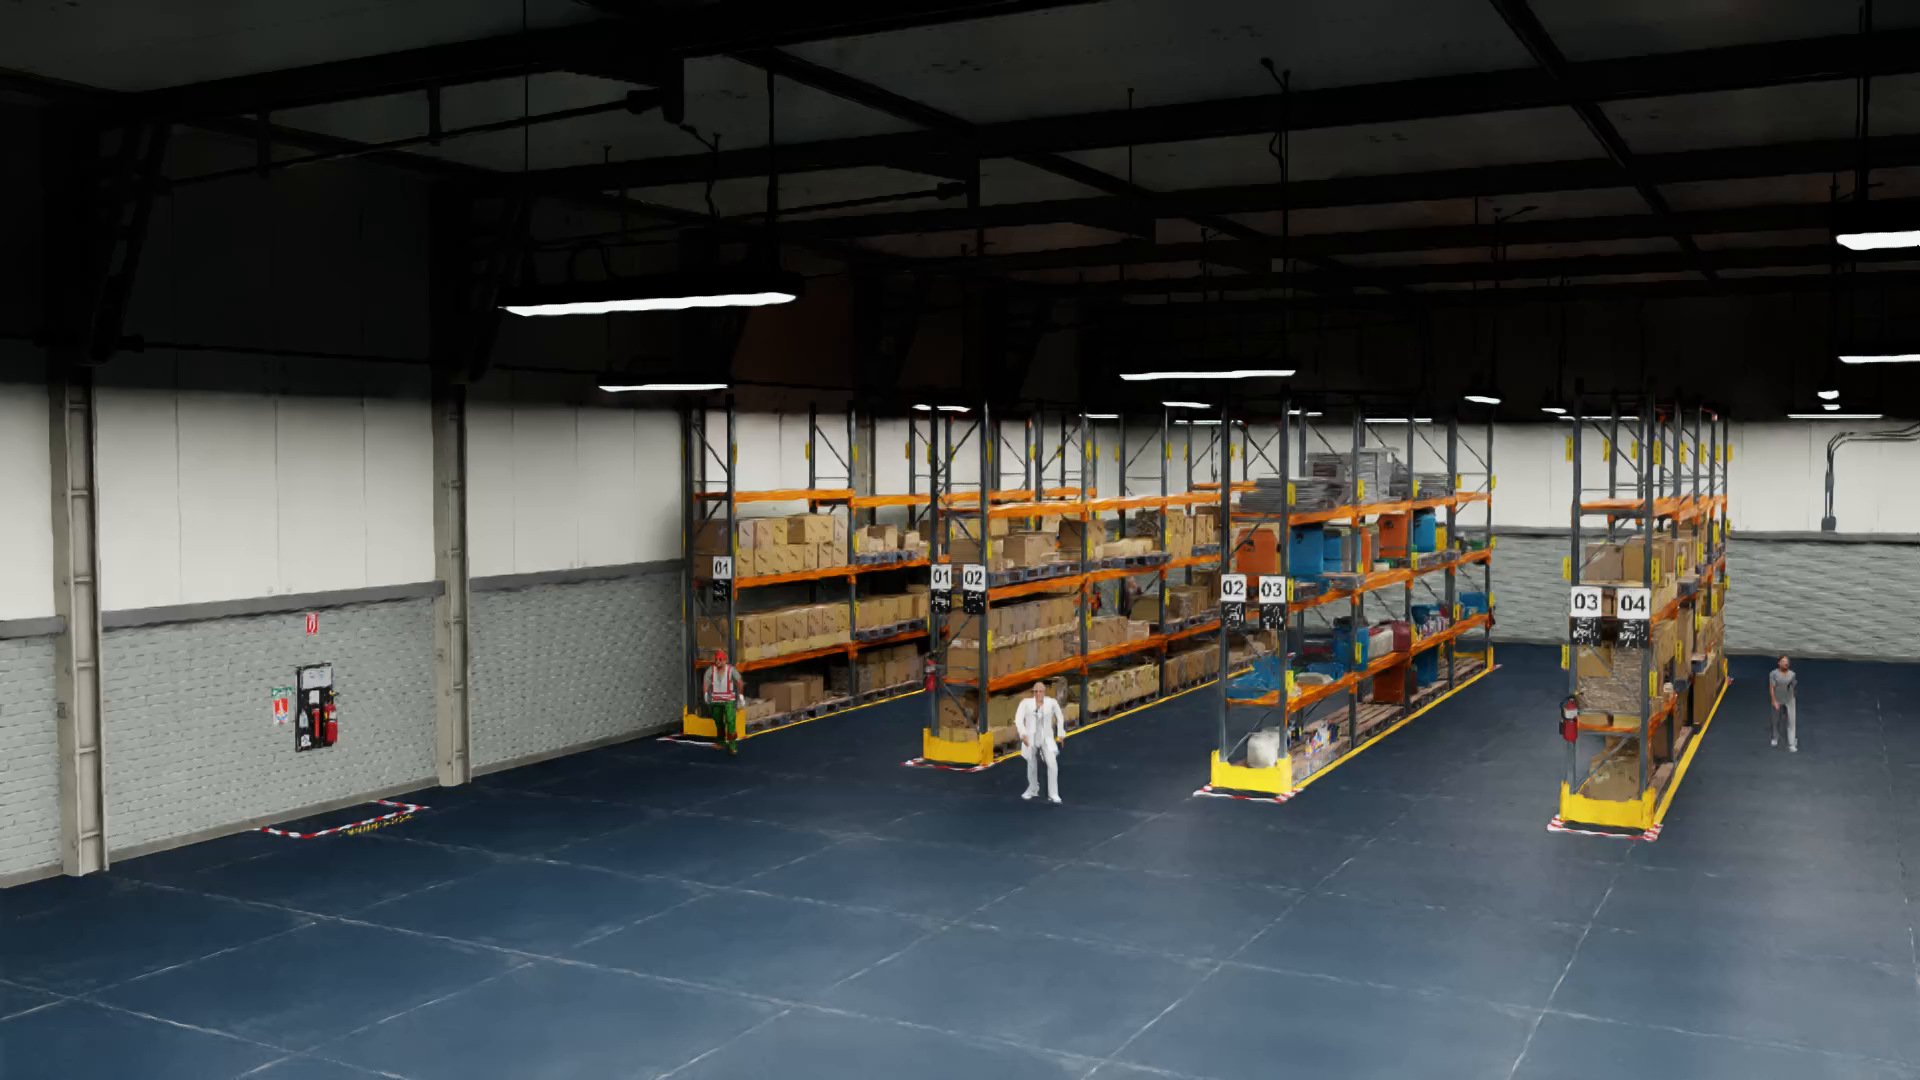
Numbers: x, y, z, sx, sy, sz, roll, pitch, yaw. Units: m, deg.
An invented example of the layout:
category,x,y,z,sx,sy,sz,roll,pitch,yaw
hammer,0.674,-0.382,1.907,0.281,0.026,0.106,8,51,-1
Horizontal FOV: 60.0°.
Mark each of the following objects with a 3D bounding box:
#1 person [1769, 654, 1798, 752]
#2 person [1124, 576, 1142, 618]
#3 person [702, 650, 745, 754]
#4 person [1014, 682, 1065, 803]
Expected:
category,x,y,z,sx,sy,sz,roll,pitch,yaw
person,13.826,2.714,27.959,0.444,1.601,1.018,1,3,20
person,4.561,1.806,44.257,0.726,1.719,0.857,0,3,8
person,-3.941,2.676,27.672,0.666,1.719,0.819,1,3,11
person,1.143,2.878,23.838,0.717,1.729,0.811,0,3,7
